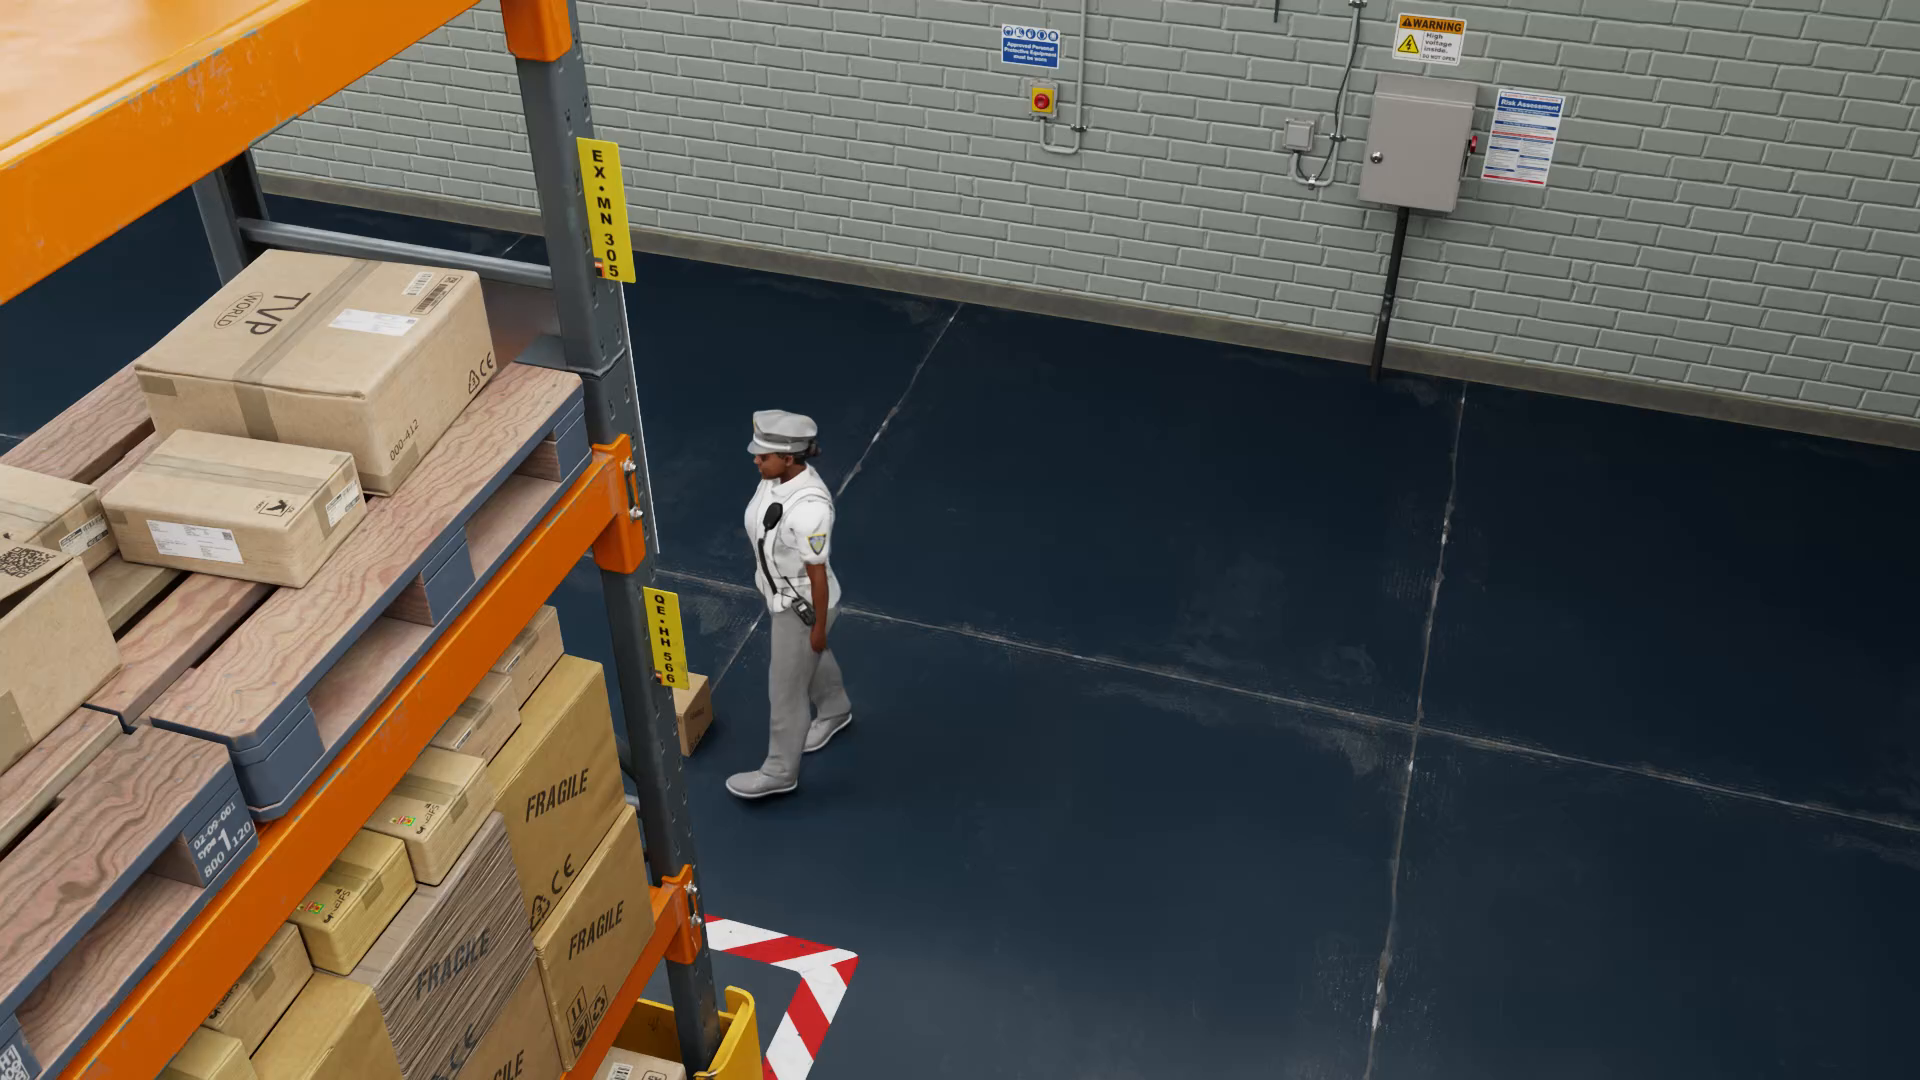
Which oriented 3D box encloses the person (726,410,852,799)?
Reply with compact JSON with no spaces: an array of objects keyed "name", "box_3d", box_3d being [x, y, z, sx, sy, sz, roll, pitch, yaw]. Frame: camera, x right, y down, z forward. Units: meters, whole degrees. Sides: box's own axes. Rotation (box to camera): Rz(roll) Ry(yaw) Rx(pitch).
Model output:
[{"name":"person","box_3d":[-0.719,0.253,6.544,0.626,1.673,0.468,-14,39,-17]}]
